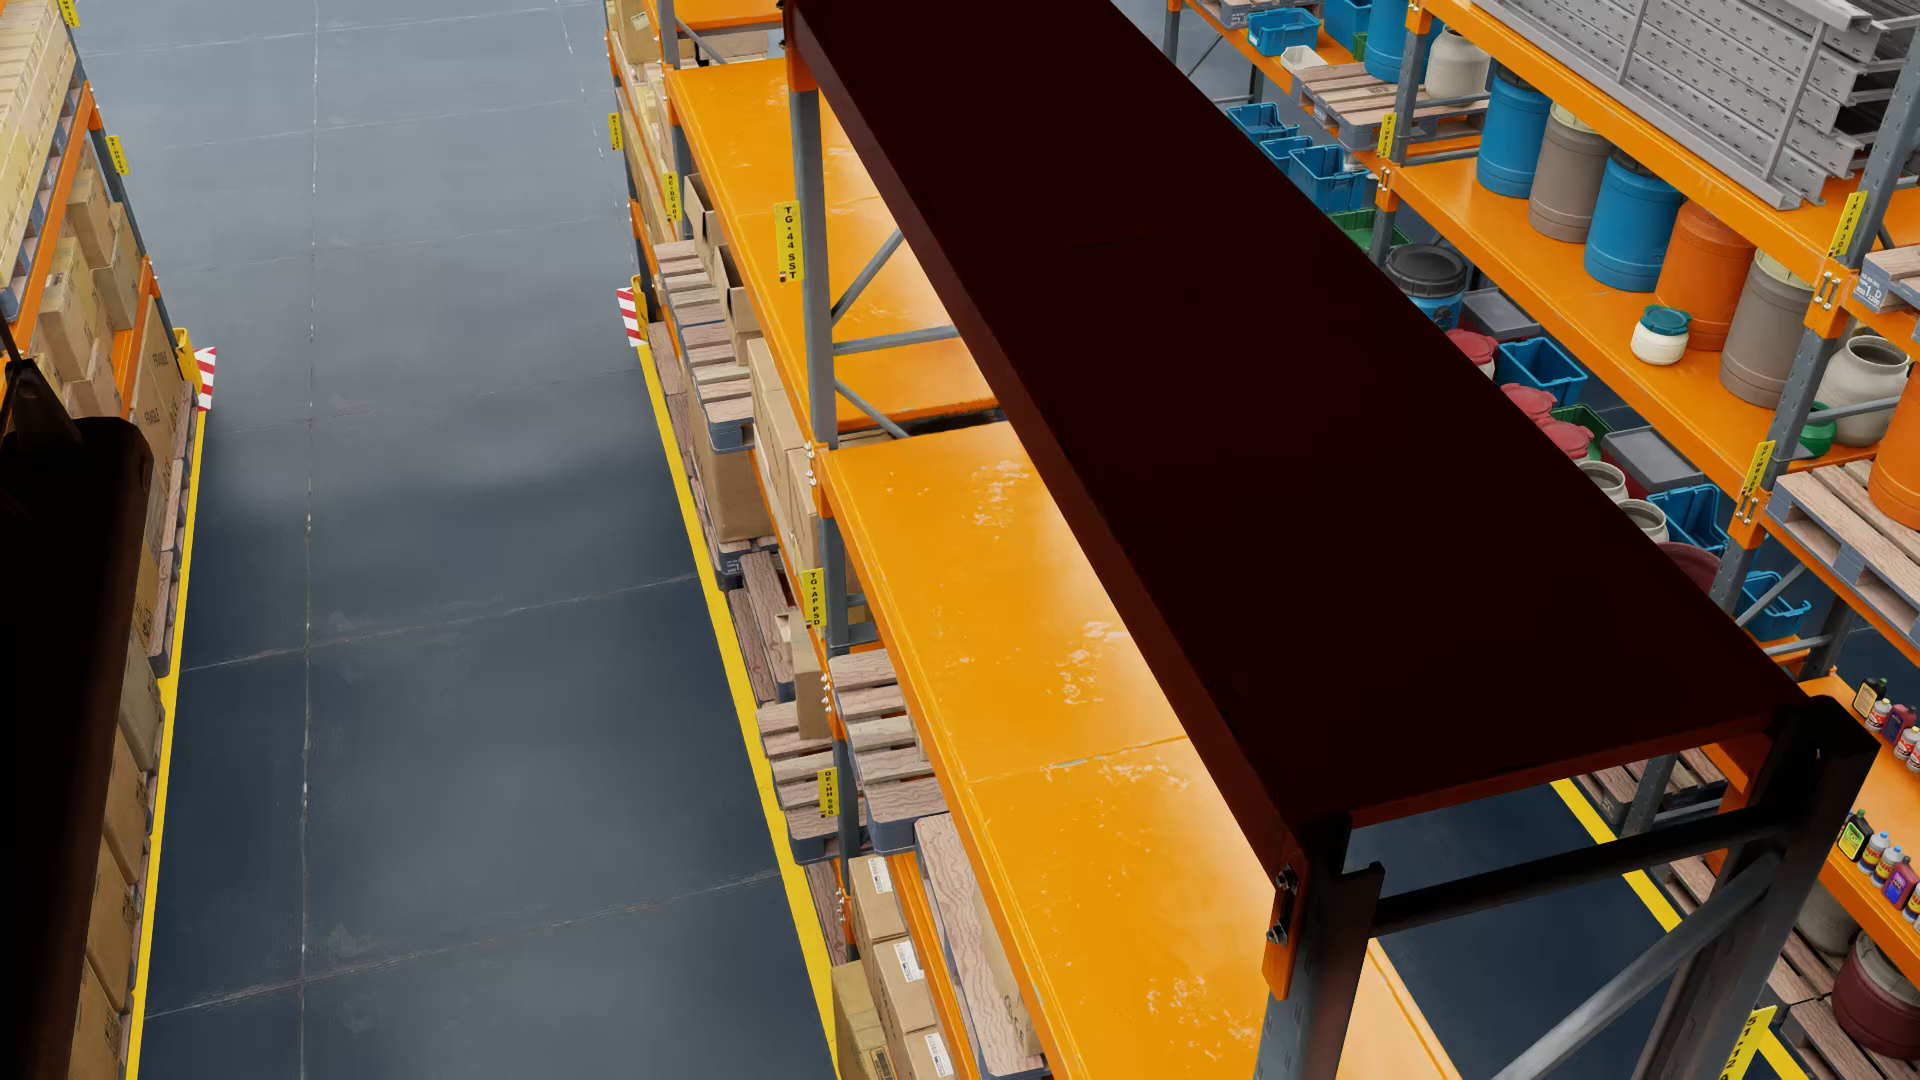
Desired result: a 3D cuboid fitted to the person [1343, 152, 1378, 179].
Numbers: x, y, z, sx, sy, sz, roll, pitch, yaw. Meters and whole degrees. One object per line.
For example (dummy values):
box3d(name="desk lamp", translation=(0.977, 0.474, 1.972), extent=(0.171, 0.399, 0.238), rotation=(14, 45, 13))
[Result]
box3d(name="person", translation=(4.292, -4.593, 17.294), extent=(0.476, 1.669, 0.539), rotation=(-8, 39, -10))
